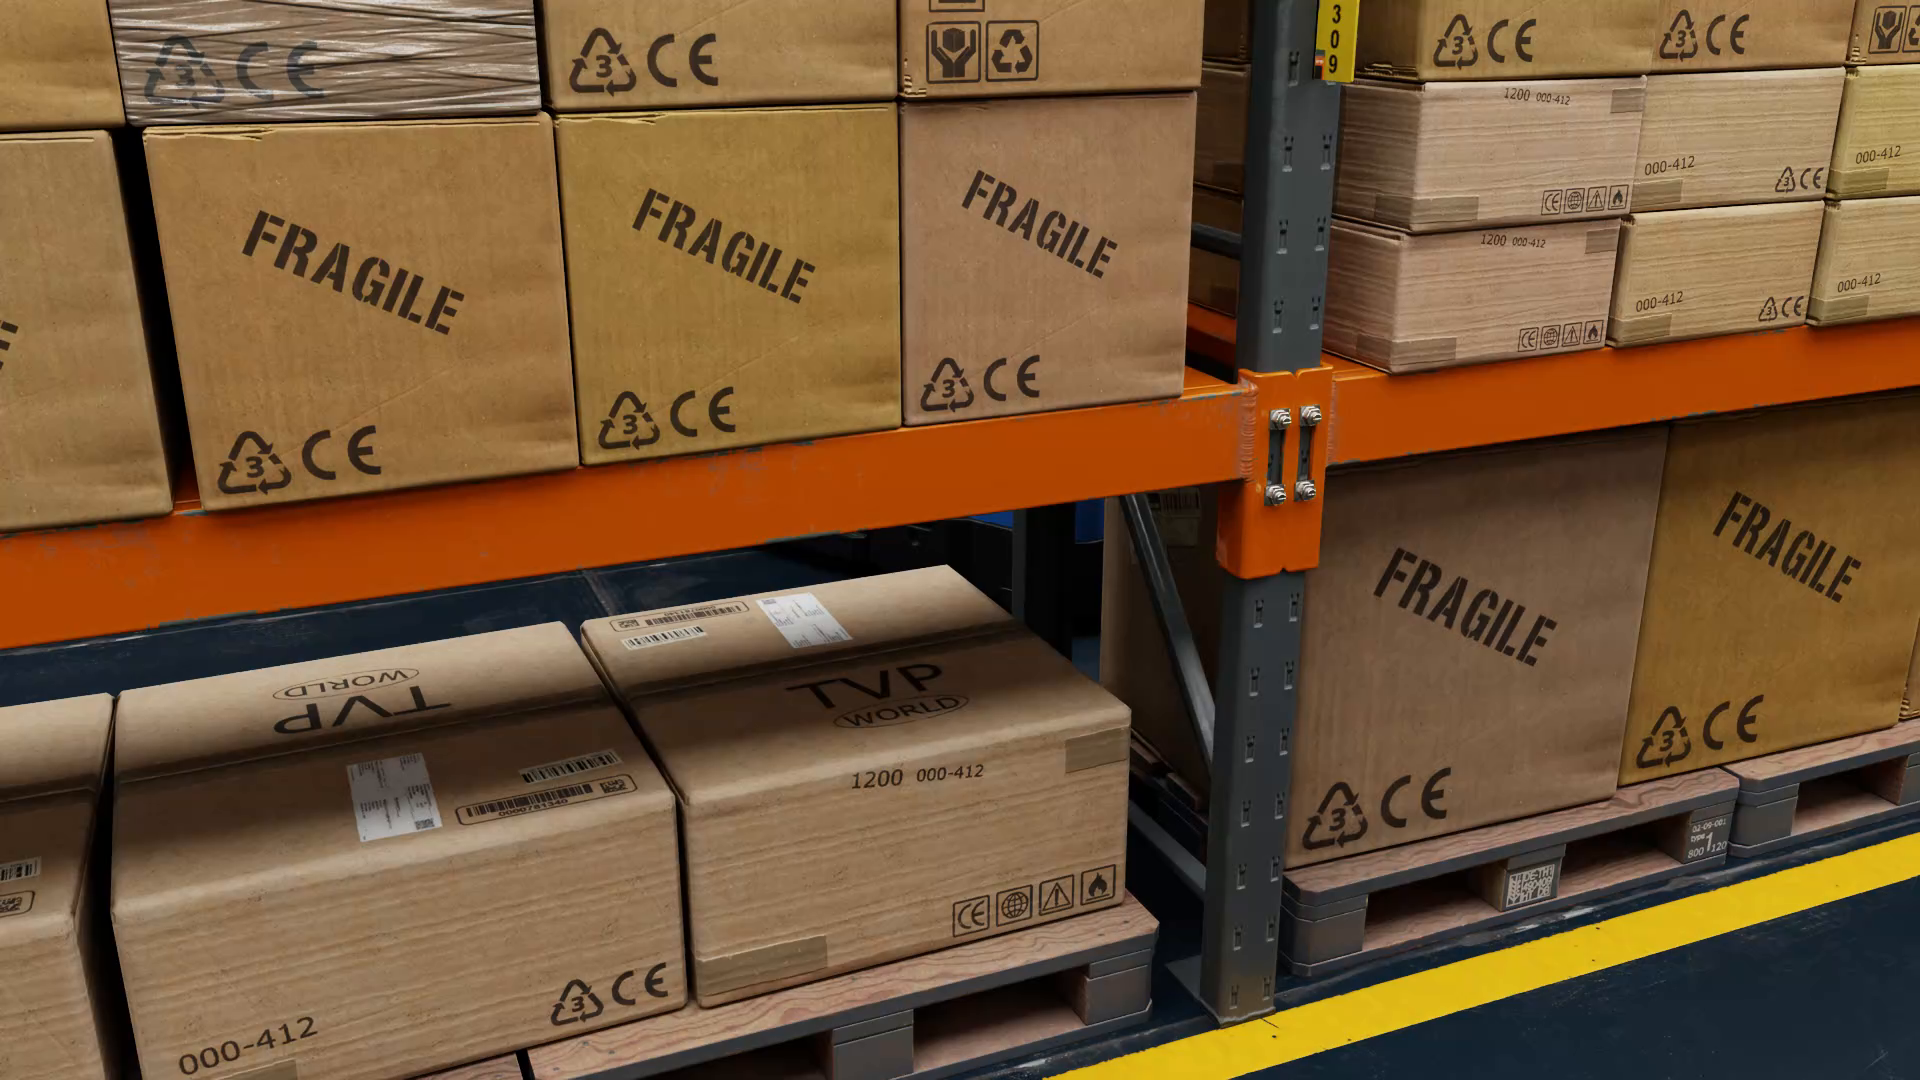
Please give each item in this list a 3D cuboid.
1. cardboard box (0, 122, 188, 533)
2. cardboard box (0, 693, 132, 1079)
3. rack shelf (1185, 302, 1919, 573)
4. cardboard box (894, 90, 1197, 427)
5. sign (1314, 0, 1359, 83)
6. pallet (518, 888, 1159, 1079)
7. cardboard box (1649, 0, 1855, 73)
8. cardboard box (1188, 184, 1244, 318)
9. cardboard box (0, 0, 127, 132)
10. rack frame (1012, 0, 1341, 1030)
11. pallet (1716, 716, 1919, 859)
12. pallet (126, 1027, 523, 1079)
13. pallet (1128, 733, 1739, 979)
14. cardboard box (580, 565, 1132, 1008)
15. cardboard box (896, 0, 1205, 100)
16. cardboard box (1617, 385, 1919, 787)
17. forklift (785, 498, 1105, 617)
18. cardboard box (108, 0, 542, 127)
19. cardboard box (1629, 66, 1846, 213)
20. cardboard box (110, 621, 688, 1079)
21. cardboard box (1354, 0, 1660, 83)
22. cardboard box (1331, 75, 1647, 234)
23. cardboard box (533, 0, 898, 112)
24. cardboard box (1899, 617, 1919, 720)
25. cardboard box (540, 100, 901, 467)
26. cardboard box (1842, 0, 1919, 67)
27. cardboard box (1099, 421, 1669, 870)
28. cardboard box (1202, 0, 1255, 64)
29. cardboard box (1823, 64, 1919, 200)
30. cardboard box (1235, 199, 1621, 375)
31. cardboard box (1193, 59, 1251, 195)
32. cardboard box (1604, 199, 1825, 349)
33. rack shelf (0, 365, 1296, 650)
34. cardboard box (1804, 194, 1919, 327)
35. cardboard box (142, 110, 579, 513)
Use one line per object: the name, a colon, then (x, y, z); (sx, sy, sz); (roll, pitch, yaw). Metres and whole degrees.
cardboard box: (-1.363, -0.314, 2.246); (0.500, 0.500, 0.500); (-7, 21, -20)
cardboard box: (-1.895, 0.687, 2.781); (0.875, 0.438, 0.875); (-8, 21, -20)
rack shelf: (2.211, -0.534, 4.104); (4.000, 0.370, 1.077); (-8, 21, -22)
cardboard box: (0.050, -0.518, 2.826); (0.500, 0.500, 0.500); (-8, 21, -21)
sign: (0.596, -0.886, 2.600); (0.005, 0.325, 0.100); (-8, 21, -22)
pallet: (-0.355, 0.782, 3.484); (1.213, 0.211, 1.003); (-8, 21, -22)
cardboard box: (1.349, -1.174, 3.184); (0.500, 0.500, 0.500); (-8, 21, -22)
cardboard box: (0.687, -0.675, 3.648); (0.500, 0.250, 0.500); (-9, 21, -23)
cardboard box: (-1.346, -0.785, 2.078); (0.500, 0.500, 0.500); (-8, 21, -22)
rack frame: (0.374, -0.610, 3.237); (0.127, 3.000, 1.000); (-8, 21, -22)
pallet: (2.175, 0.419, 4.513); (1.213, 0.211, 1.003); (-8, 21, -22)
pallet: (-1.477, 0.944, 3.025); (1.213, 0.211, 1.003); (-8, 21, -22)
pallet: (1.053, 0.581, 4.054); (1.213, 0.211, 1.003); (-8, 21, -22)
cardboard box: (-0.245, 0.451, 3.451); (0.875, 0.438, 0.875); (-8, 21, -23)
cardboard box: (0.051, -0.982, 2.639); (0.500, 0.500, 0.500); (-8, 21, -22)
cardboard box: (1.738, -0.033, 4.166); (0.875, 0.875, 0.875); (-8, 21, -20)
forklift: (-0.491, -1.510, 5.899); (3.031, 2.935, 1.130); (15, 24, 36)
cardboard box: (-0.882, -0.848, 2.258); (0.500, 0.500, 0.500); (-8, 21, -21)
cardboard box: (1.358, -0.824, 3.318); (0.500, 0.250, 0.500); (-8, 21, -21)
cardboard box: (-1.066, 0.569, 3.116); (0.875, 0.438, 0.875); (-9, 21, -24)
cardboard box: (0.892, -1.099, 2.970); (0.500, 0.500, 0.500); (-8, 21, -21)
cardboard box: (0.890, -0.747, 3.099); (0.500, 0.250, 0.500); (-9, 21, -23)
cardboard box: (-0.419, -0.918, 2.457); (0.500, 0.500, 0.500); (-8, 21, -23)
cardboard box: (2.560, -0.150, 4.499); (0.875, 0.875, 0.875); (-8, 21, -21)
cardboard box: (-0.420, -0.449, 2.629); (0.500, 0.500, 0.500); (-9, 21, -23)
cardboard box: (1.810, -1.239, 3.369); (0.500, 0.500, 0.500); (-9, 21, -23)
cardboard box: (0.912, 0.088, 3.821); (0.875, 0.875, 0.875); (-7, 21, -20)
cardboard box: (0.685, -1.264, 3.439); (0.500, 0.500, 0.500); (-7, 21, -20)
cardboard box: (1.832, -0.882, 3.484); (0.500, 0.250, 0.500); (-8, 21, -21)
cardboard box: (0.883, -0.516, 3.198); (0.500, 0.250, 0.500); (-9, 21, -23)
cardboard box: (0.683, -0.907, 3.554); (0.500, 0.250, 0.500); (-8, 21, -22)
cardboard box: (1.358, -0.585, 3.393); (0.500, 0.250, 0.500); (-9, 21, -23)
rack shelf: (-1.462, -0.007, 2.610); (4.000, 0.370, 1.077); (-8, 21, -22)
cardboard box: (1.834, -0.647, 3.570); (0.500, 0.250, 0.500); (-8, 21, -22)
cardboard box: (-0.876, -0.378, 2.428); (0.500, 0.500, 0.500); (-8, 21, -23)
